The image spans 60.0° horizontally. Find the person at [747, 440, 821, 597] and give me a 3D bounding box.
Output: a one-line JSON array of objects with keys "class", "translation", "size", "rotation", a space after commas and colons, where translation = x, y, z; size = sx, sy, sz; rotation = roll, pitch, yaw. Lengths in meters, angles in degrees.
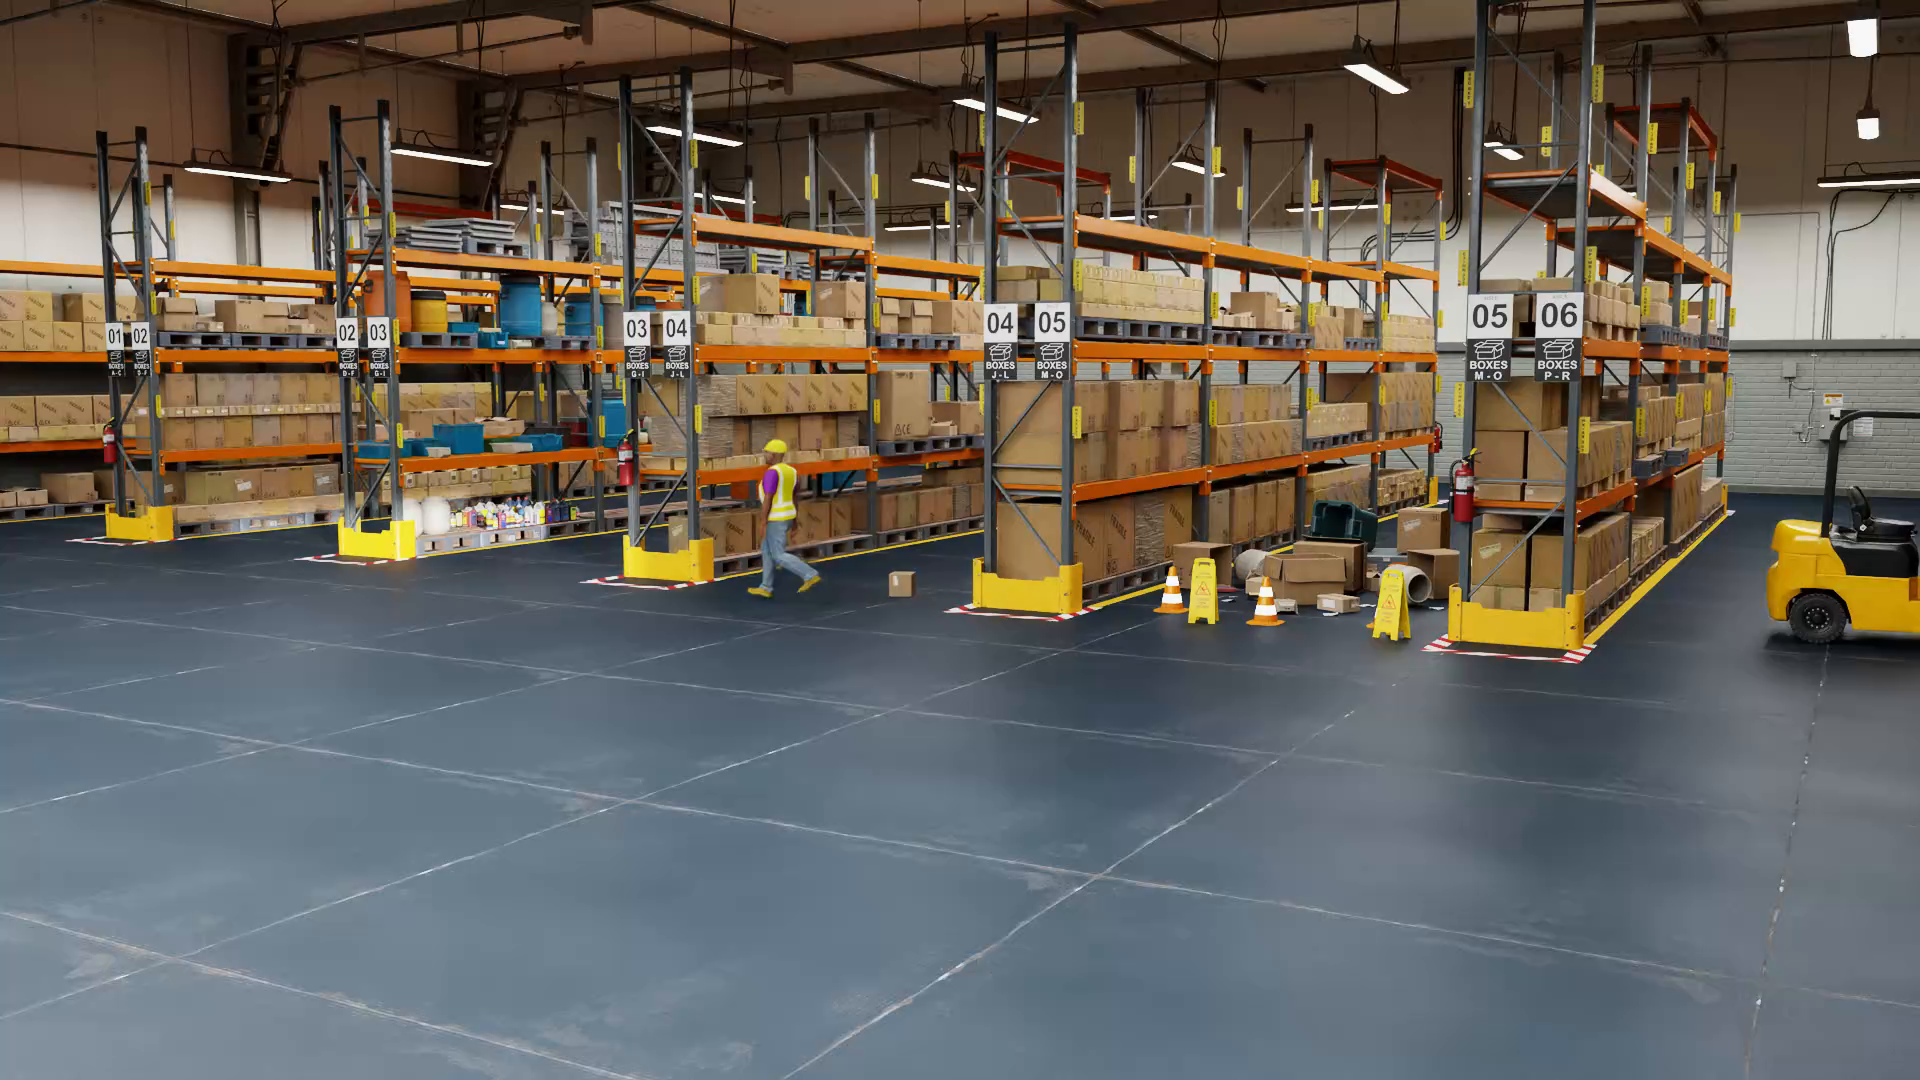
[{"class": "person", "translation": [-1.942, -0.222, 18.168], "size": [0.937, 1.738, 0.584], "rotation": [2, 6, 18]}]
